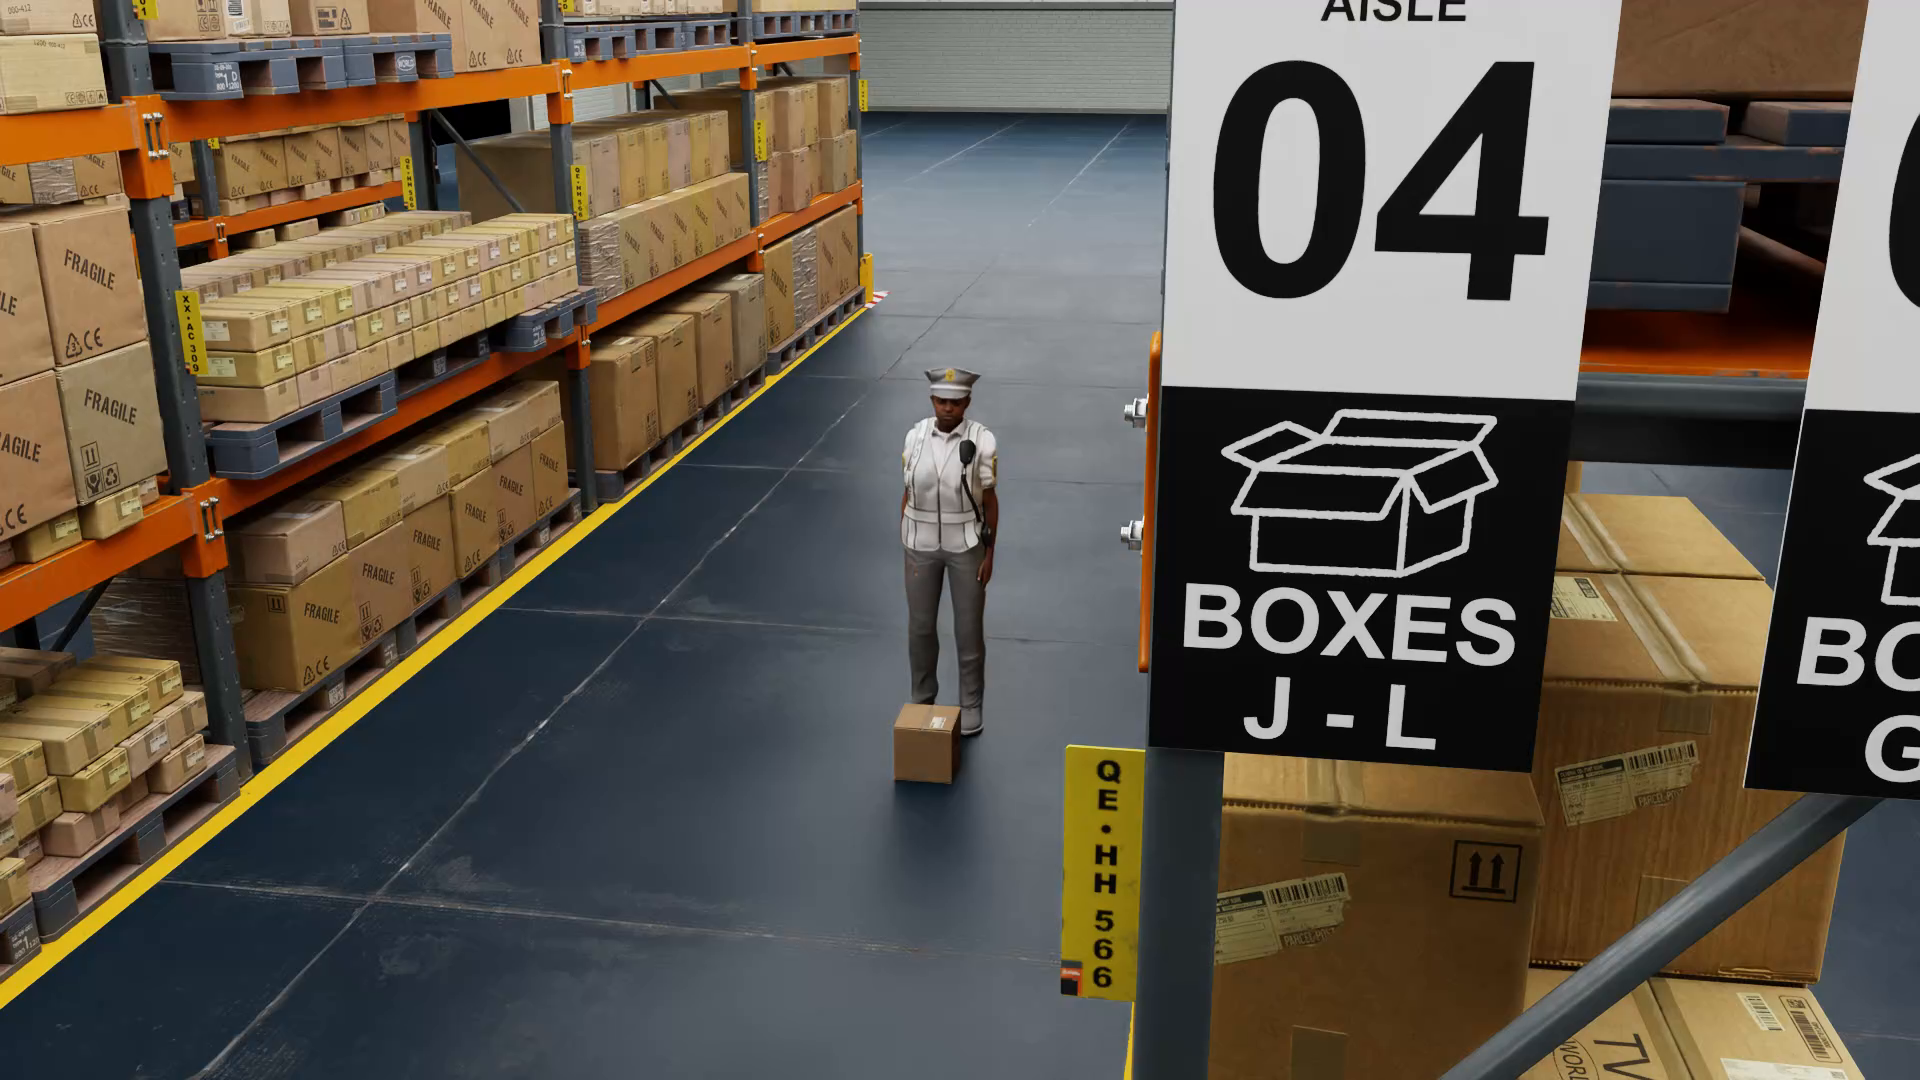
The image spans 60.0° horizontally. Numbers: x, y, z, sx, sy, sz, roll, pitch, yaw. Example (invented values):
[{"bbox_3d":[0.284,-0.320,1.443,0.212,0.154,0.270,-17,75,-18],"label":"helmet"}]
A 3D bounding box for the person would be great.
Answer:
[{"bbox_3d":[-0.051,0.053,7.386,0.438,1.696,0.339,3,18,10],"label":"person"}]
